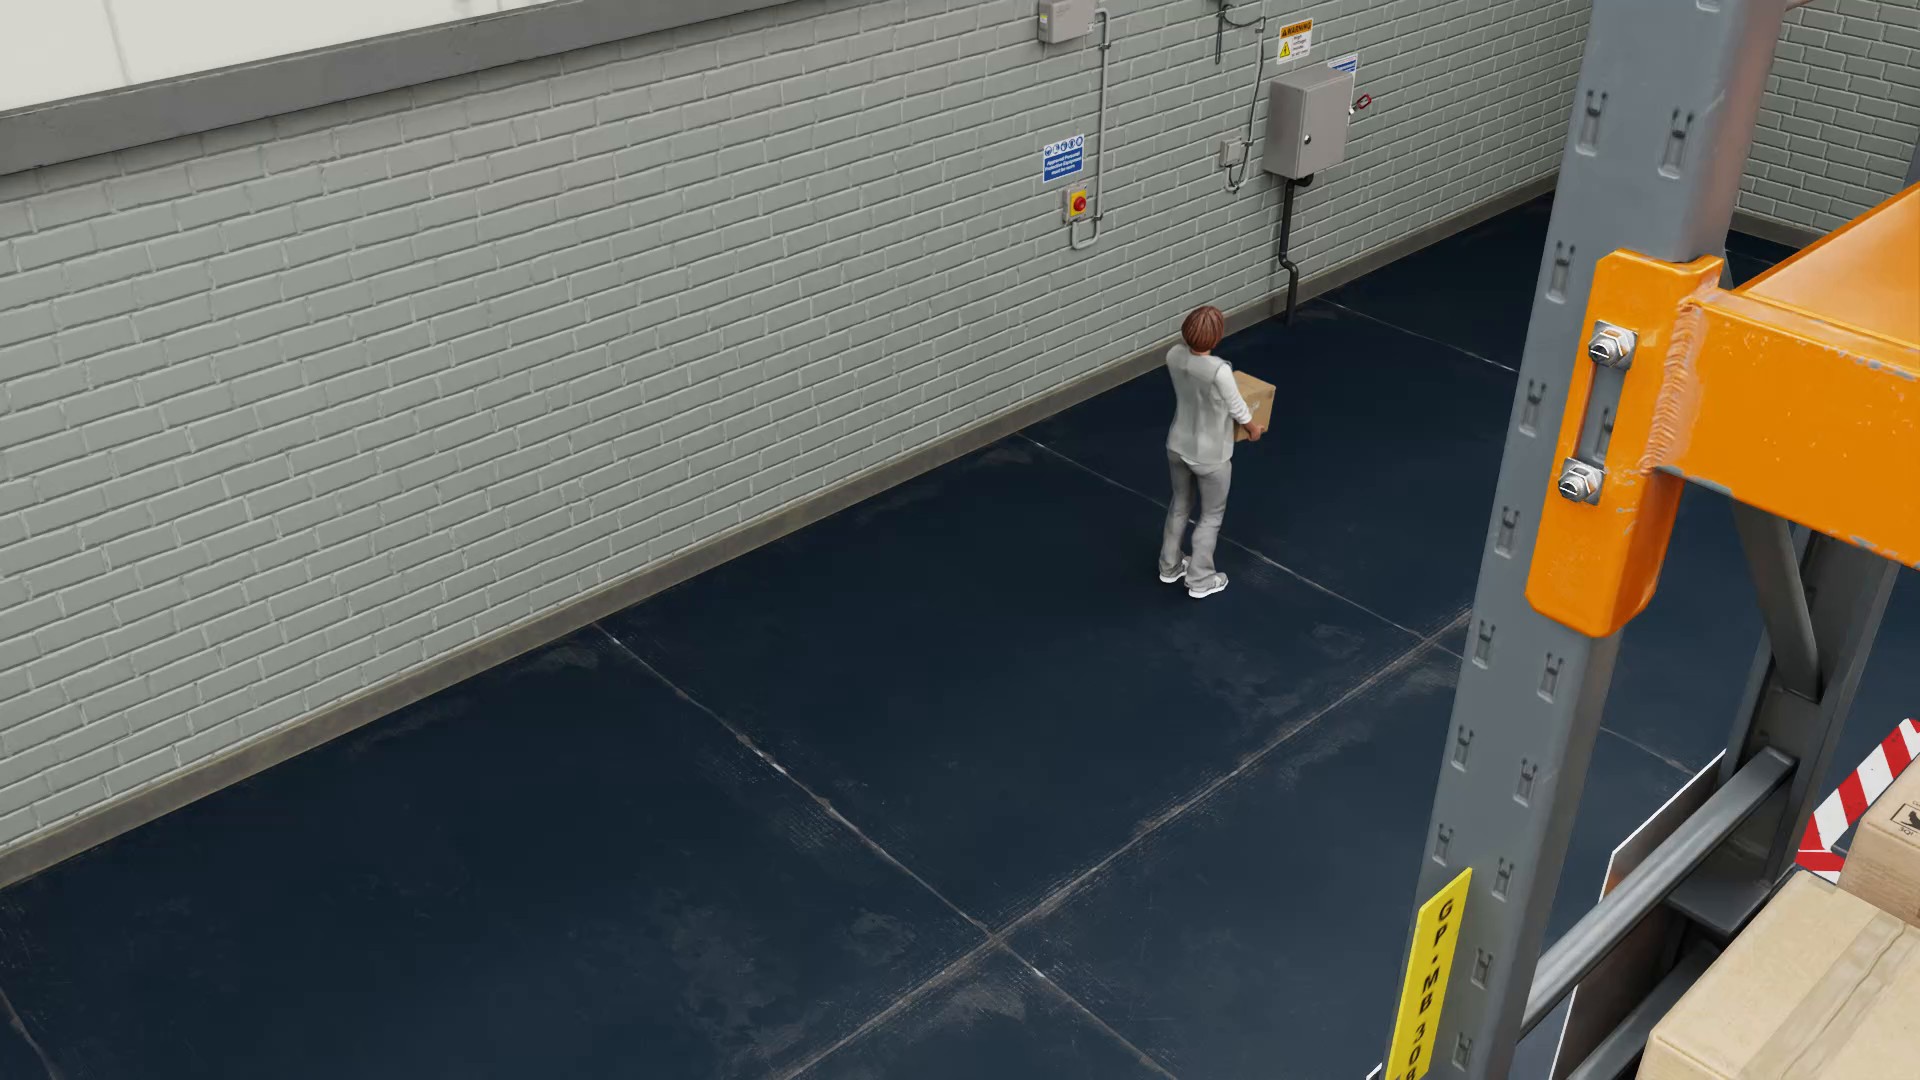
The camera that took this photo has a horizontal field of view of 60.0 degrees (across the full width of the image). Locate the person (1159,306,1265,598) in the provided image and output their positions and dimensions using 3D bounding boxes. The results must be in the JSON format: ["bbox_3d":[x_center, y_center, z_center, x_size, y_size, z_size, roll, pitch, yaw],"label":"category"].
[{"bbox_3d":[1.270,-0.475,8.405,0.495,1.596,0.401,-26,40,-35],"label":"person"}]
